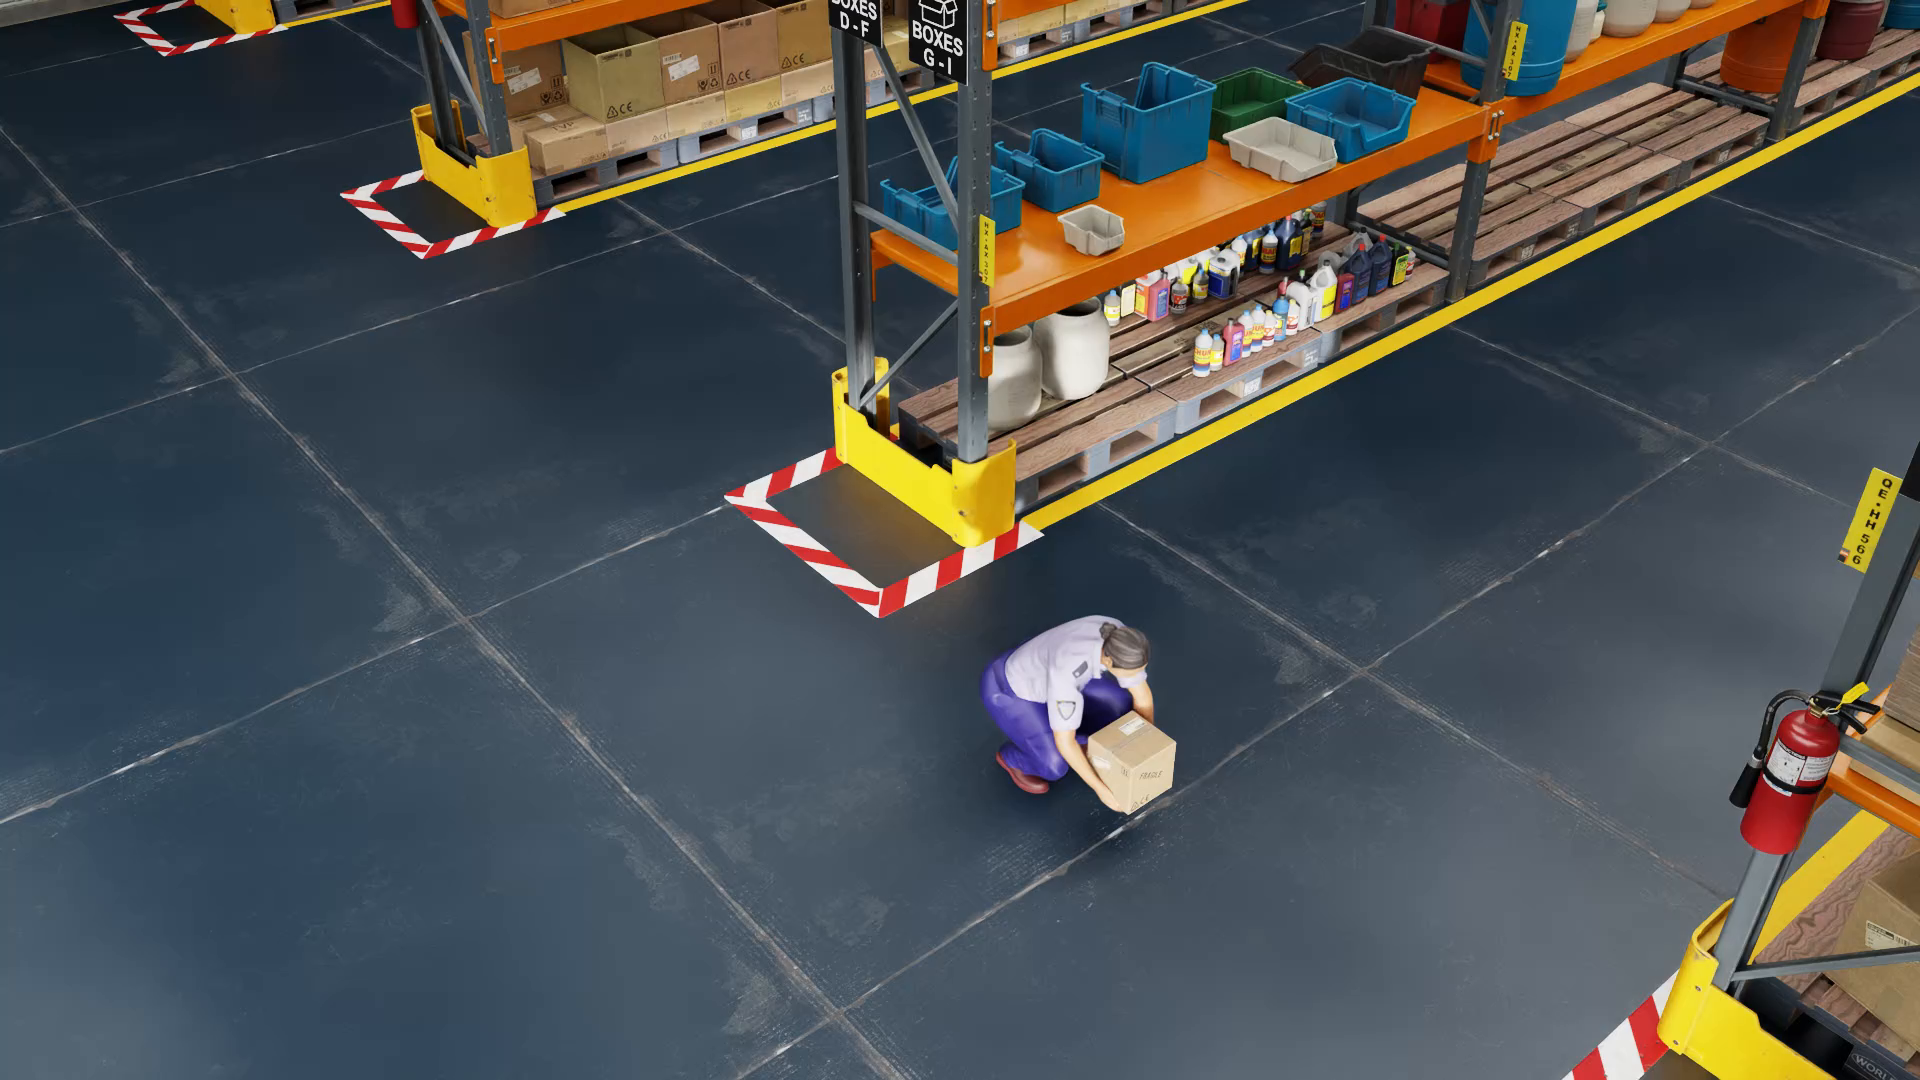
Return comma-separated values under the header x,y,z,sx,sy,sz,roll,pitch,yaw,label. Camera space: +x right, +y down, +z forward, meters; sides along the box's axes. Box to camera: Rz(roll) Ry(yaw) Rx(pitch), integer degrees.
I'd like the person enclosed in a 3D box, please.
x,y,z,sx,sy,sz,roll,pitch,yaw,label
0.469,0.640,6.837,0.528,0.924,0.829,-26,44,-31,person
